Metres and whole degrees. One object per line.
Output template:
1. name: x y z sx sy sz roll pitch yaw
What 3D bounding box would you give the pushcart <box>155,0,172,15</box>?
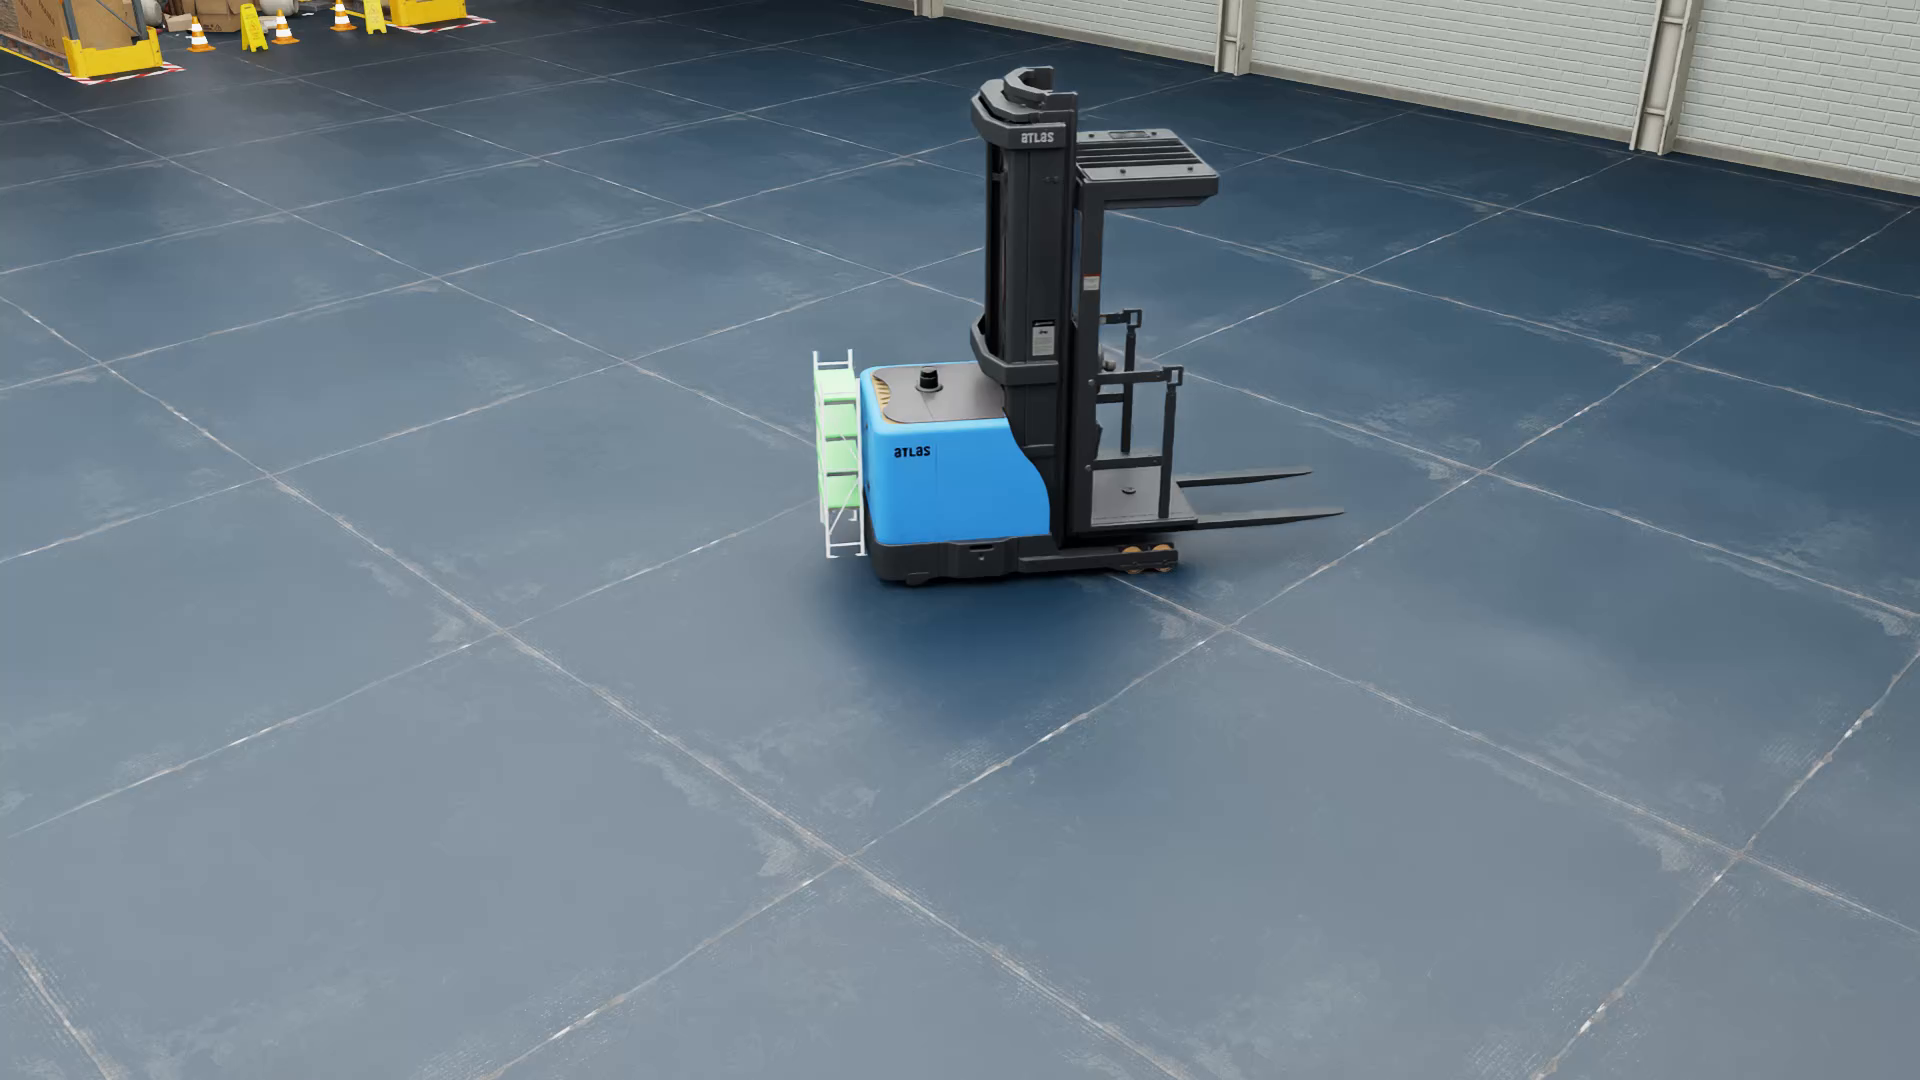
1. pushcart: -12.800 -8.951 27.360 0.936 0.377 1.648 12 30 22

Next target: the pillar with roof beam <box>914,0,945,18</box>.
1. pillar with roof beam: -3.512 -11.023 22.037 0.400 9.000 9.100 25 36 38

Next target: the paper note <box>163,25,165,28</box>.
1. paper note: -12.384 -8.055 26.038 0.172 0.023 0.155 -13 30 -22

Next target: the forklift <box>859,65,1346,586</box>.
1. forklift: 0.914 -1.325 10.115 3.031 2.935 1.130 -4 28 -8

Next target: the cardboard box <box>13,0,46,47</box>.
1. cardboard box: -12.942 -7.635 23.872 0.875 0.875 0.875 24 36 38

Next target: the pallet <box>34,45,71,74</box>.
1. pallet: -12.408 -6.904 23.647 1.213 0.211 1.003 25 36 38

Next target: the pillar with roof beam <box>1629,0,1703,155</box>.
1. pillar with roof beam: 5.045 -7.107 14.591 0.400 9.000 9.100 25 36 38

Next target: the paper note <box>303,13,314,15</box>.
1. paper note: -10.543 -8.512 26.898 0.148 0.019 0.142 12 30 22

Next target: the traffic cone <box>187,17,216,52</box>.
1. traffic cone: -11.166 -7.425 24.367 0.334 0.463 0.336 25 36 38

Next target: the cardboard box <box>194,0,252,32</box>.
1. cardboard box: -11.412 -8.207 25.811 0.637 0.503 0.797 2 28 4

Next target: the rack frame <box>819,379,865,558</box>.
1. rack frame: -0.725 -0.429 10.269 0.240 1.200 0.015 -4 28 -8

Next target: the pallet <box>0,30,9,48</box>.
1. pallet: -14.148 -7.700 25.161 1.213 0.211 1.003 25 36 38

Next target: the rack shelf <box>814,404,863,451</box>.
1. rack shelf: -0.762 -0.697 10.401 0.258 0.148 0.480 -4 28 -8

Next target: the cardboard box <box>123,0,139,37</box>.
1. cardboard box: -12.809 -7.937 25.299 0.500 0.500 0.500 -18 33 -31

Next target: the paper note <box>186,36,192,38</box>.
1. paper note: -11.681 -7.650 25.261 0.144 0.017 0.142 -13 30 -22

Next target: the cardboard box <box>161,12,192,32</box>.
1. cardboard box: -12.118 -8.049 25.765 0.396 0.266 0.258 -18 33 -31

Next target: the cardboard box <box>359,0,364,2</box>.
1. cardboard box: -9.513 -8.894 26.938 0.500 0.250 0.500 25 37 39

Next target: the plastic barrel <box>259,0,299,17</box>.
1. plastic barrel: -10.919 -8.610 26.664 0.512 0.421 0.421 -3 28 -5

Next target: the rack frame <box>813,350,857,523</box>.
1. rack frame: -0.799 -0.653 10.696 0.240 1.200 0.015 -4 28 -8

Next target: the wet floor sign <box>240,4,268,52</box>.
1. wet floor sign: -10.374 -7.509 24.331 0.232 0.644 0.267 18 33 30

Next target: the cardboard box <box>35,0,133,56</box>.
1. cardboard box: -12.313 -7.348 23.327 0.875 0.875 0.875 25 37 39

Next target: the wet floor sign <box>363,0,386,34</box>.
1. wet floor sign: -8.999 -8.120 25.493 0.267 0.644 0.232 -13 30 -22

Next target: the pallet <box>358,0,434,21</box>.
1. pallet: -8.993 -8.647 26.961 1.213 0.211 1.003 25 36 38

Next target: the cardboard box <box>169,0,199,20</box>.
1. cardboard box: -12.085 -8.570 26.355 0.503 0.637 0.797 25 36 38

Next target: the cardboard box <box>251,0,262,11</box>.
1. cardboard box: -11.427 -8.978 27.278 0.500 0.500 0.500 -3 28 -5

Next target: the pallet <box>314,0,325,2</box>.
1. pallet: -10.733 -9.443 28.475 1.213 0.211 1.003 25 36 38

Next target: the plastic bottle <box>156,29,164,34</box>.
1. plastic bottle: -12.354 -7.793 25.498 0.133 0.061 0.283 12 30 22

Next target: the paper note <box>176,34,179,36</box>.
1. paper note: -11.960 -7.719 25.412 0.032 0.001 0.123 -7 29 -14

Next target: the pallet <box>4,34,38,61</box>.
1. pallet: -13.274 -7.302 24.404 1.213 0.211 1.003 25 36 38

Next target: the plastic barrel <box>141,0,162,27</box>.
1. plastic barrel: -12.751 -8.207 25.897 0.512 0.421 0.421 -3 28 -5

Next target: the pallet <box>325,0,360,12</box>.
1. pallet: -9.859 -9.045 27.717 1.213 0.211 1.003 25 36 38

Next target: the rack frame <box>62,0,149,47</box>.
1. rack frame: -11.783 -7.903 22.551 0.127 3.000 1.000 25 36 38

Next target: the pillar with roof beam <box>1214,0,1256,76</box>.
1. pillar with roof beam: 0.767 -9.065 18.314 0.400 9.000 9.100 25 36 38

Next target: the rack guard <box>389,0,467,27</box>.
1. rack guard: -8.439 -8.498 26.367 0.348 0.500 1.175 25 36 38

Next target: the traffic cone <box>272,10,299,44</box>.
1. traffic cone: -10.131 -7.689 24.869 0.334 0.463 0.336 25 36 38

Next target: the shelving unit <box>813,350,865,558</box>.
1. shelving unit: -0.762 -0.541 10.483 0.258 1.200 0.503 -4 28 -8

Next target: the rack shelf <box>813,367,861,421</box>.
1. rack shelf: -0.762 -0.909 10.289 0.258 0.148 0.480 -4 28 -8

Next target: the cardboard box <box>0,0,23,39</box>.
1. cardboard box: -13.590 -7.933 24.439 0.875 0.875 0.875 25 37 39

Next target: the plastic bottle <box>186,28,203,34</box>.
1. plastic bottle: -11.786 -7.819 25.548 0.283 0.061 0.133 12 30 22

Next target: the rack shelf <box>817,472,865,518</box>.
1. rack shelf: -0.762 -0.272 10.624 0.258 0.148 0.480 -4 28 -8

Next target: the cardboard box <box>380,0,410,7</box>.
1. cardboard box: -9.167 -8.730 26.627 0.500 0.250 0.500 24 36 38

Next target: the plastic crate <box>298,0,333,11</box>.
1. plastic crate: -10.692 -8.808 27.408 0.583 0.080 0.402 12 30 22

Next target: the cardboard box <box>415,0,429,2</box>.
1. cardboard box: -8.766 -8.903 26.955 0.500 0.250 0.500 24 36 38

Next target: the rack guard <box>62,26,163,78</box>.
1. rack guard: -11.766 -6.789 23.118 0.348 0.500 1.175 25 36 38

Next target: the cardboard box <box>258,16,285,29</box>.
1. cardboard box: -10.735 -8.074 25.939 0.380 0.149 0.250 -7 29 -14

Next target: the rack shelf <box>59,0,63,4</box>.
1. rack shelf: -13.209 -8.238 23.960 4.000 0.370 1.077 25 36 38

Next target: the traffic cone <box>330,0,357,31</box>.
1. traffic cone: -9.596 -8.169 25.781 0.334 0.463 0.336 25 36 38

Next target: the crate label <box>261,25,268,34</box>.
1. crate label: -10.735 -7.781 25.394 0.298 0.136 0.250 7 29 13

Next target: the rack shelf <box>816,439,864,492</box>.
1. rack shelf: -0.762 -0.484 10.512 0.258 0.148 0.480 -4 28 -8
